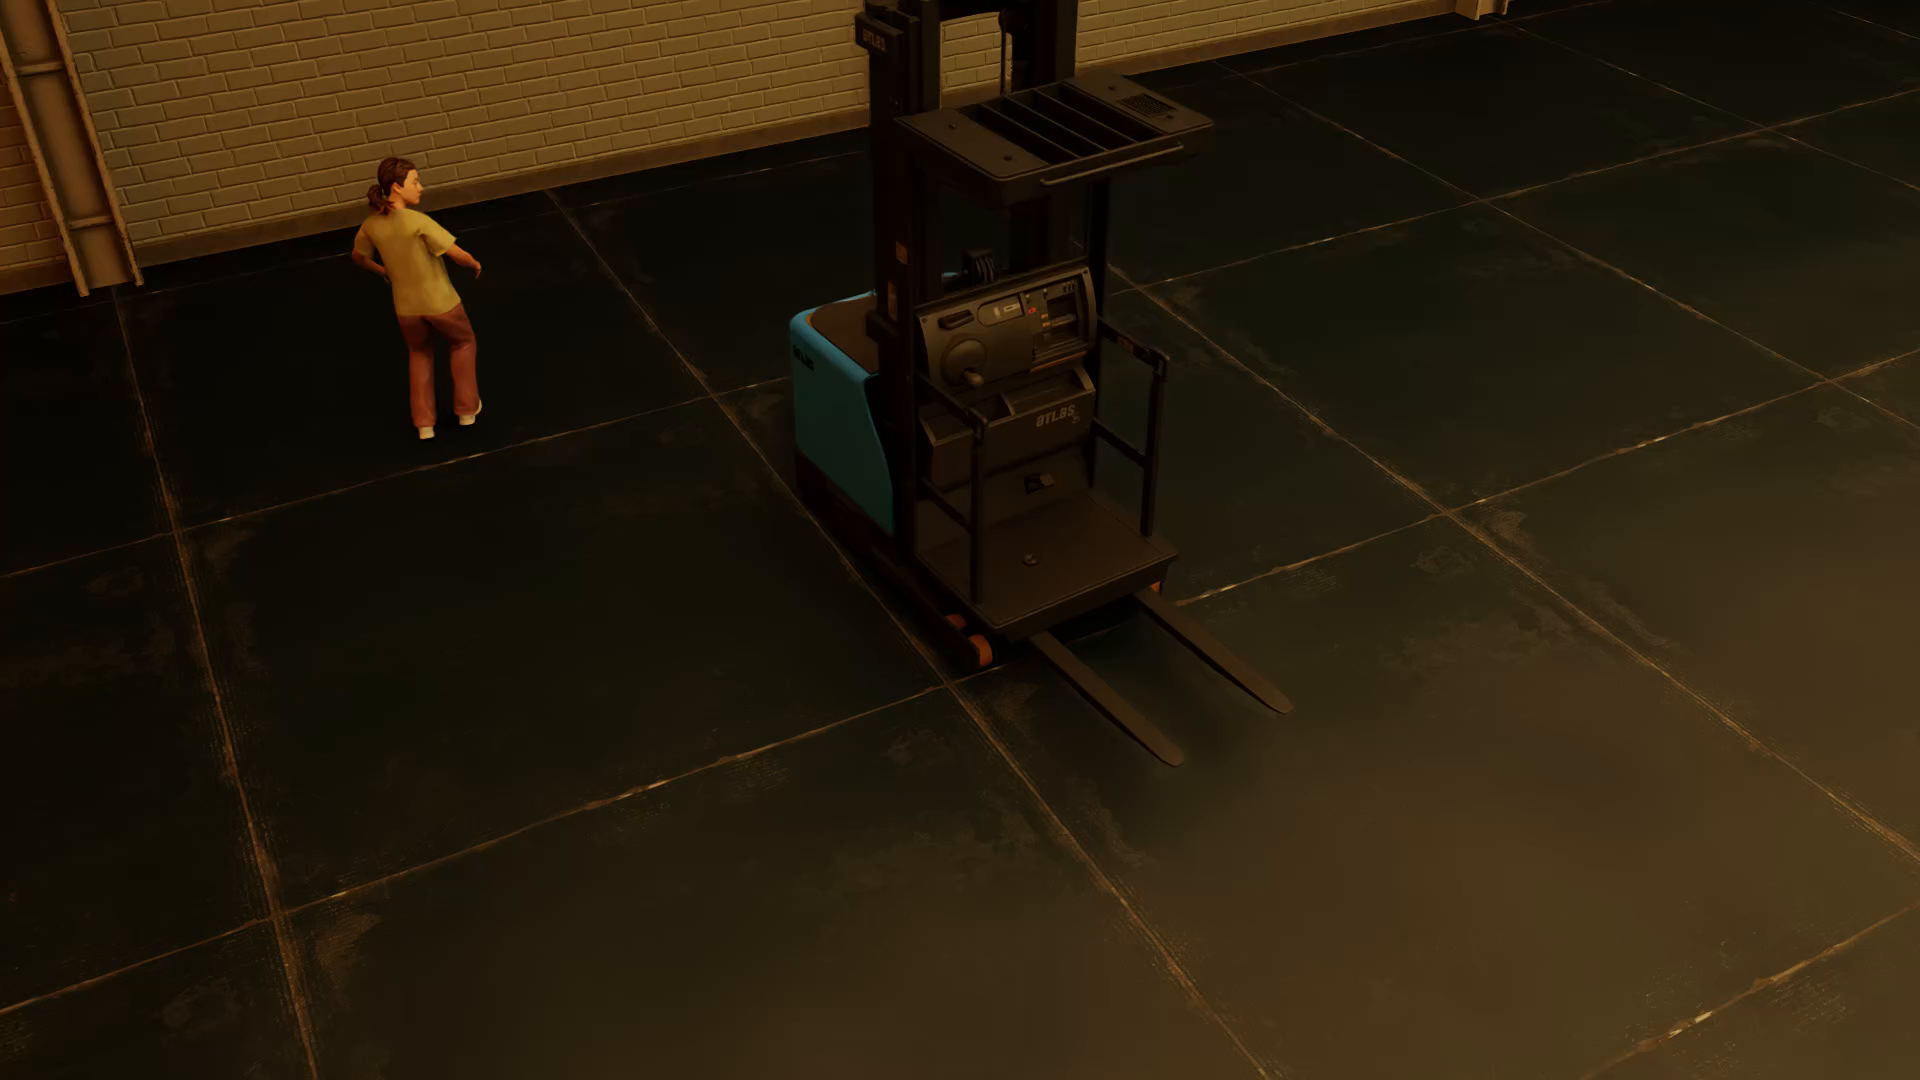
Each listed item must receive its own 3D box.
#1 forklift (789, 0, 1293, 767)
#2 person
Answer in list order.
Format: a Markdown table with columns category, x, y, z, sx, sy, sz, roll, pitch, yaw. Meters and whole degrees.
| category | x | y | z | sx | sy | sz | roll | pitch | yaw |
| --- | --- | --- | --- | --- | --- | --- | --- | --- | --- |
| forklift | 0.344 | -0.904 | 7.402 | 1.130 | 2.935 | 3.031 | -21 | 40 | -27 |
| person | -2.955 | -1.331 | 9.177 | 0.692 | 1.618 | 0.488 | 3 | 35 | 5 |
